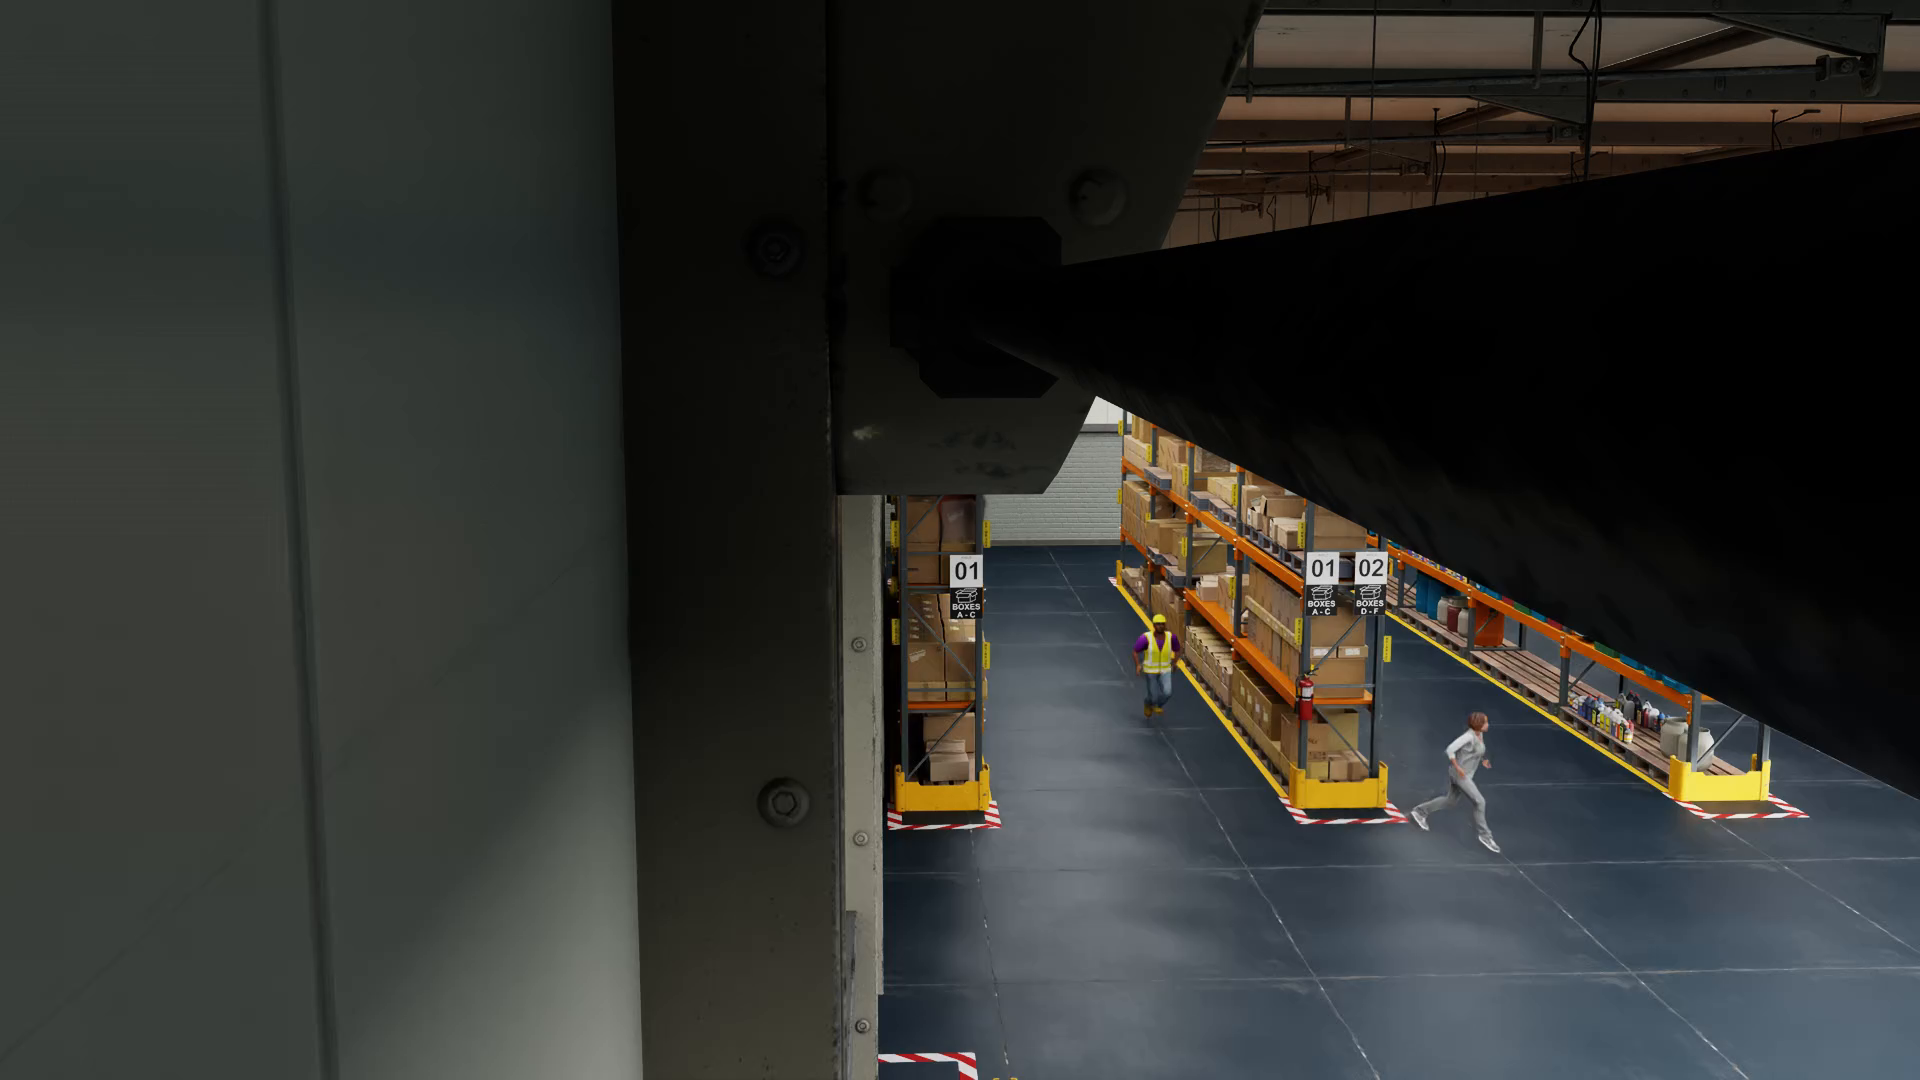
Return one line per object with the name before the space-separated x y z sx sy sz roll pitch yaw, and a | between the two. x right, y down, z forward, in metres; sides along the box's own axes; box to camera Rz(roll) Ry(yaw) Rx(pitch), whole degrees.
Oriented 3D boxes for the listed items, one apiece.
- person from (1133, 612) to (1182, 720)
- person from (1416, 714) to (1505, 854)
person | 2.893 1.852 24.186 0.714 1.640 0.646 -1 8 -6
person | 5.680 2.718 18.805 0.990 1.587 0.537 4 9 25
